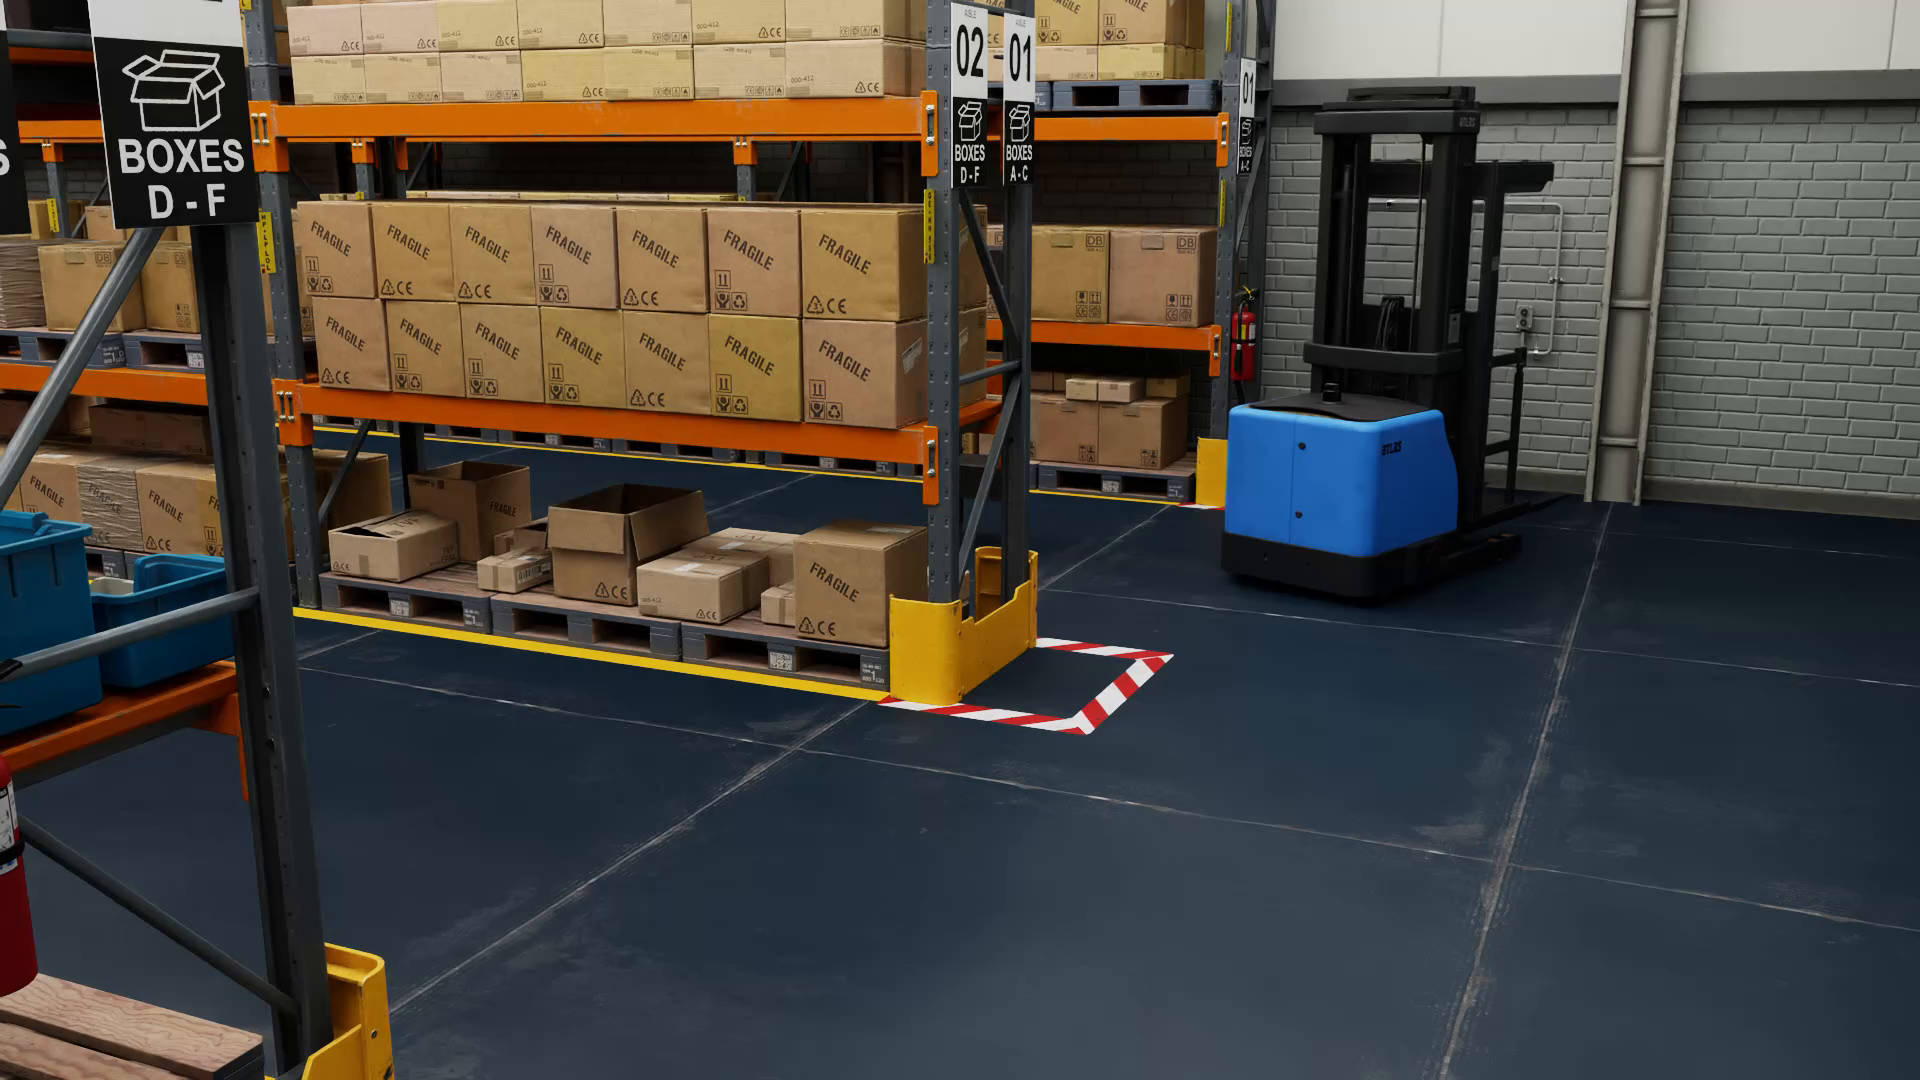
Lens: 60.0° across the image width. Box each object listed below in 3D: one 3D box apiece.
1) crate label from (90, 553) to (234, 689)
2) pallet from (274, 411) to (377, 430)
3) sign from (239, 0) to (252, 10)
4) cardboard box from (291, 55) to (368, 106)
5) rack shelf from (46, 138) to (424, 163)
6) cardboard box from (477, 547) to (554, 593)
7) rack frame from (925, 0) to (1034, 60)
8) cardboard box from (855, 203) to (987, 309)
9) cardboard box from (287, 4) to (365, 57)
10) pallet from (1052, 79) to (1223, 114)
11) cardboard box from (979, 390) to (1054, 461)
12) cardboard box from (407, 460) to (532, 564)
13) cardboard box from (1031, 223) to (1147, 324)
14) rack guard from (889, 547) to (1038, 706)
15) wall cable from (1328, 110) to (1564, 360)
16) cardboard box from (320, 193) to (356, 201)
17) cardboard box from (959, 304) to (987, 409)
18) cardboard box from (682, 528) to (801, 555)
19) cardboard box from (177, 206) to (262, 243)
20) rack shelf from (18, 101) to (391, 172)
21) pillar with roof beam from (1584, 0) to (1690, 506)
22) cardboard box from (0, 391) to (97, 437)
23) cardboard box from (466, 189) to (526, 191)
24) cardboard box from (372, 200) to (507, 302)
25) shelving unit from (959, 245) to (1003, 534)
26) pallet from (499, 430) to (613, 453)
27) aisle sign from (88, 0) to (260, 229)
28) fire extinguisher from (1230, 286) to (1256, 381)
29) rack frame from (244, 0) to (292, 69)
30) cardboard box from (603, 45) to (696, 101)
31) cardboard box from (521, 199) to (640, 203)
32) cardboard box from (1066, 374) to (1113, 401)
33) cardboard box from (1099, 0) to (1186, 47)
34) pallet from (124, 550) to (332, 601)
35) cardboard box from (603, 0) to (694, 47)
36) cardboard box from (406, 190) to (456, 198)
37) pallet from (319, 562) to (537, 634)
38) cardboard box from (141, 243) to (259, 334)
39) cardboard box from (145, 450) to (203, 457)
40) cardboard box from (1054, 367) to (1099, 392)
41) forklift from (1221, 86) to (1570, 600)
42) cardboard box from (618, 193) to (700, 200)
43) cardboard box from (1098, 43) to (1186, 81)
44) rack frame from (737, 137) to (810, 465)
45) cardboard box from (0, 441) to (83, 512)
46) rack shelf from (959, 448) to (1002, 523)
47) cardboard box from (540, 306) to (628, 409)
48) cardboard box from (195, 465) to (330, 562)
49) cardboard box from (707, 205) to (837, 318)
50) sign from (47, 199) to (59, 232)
[{"bbox_3d":[-1.996,0.197,4.084,0.303,0.233,0.416,6,14,23],"label":"crate label"},{"bbox_3d":[-5.919,-1.288,16.283,1.213,0.211,1.003,6,14,23],"label":"pallet"},{"bbox_3d":[-3.773,-2.956,8.724,0.005,0.325,0.100,6,14,23],"label":"sign"},{"bbox_3d":[-3.207,-2.459,8.929,0.500,0.250,0.500,6,14,23],"label":"cardboard box"},{"bbox_3d":[-7.034,-3.868,16.183,4.000,0.370,1.077,6,14,23],"label":"rack shelf"},{"bbox_3d":[-2.460,0.159,9.249,0.250,0.166,0.380,6,14,23],"label":"cardboard box"},{"bbox_3d":[0.106,-3.719,7.404,0.127,3.000,1.000,6,14,23],"label":"rack frame"},{"bbox_3d":[-0.193,-1.429,8.373,0.500,0.500,0.500,6,15,25],"label":"cardboard box"},{"bbox_3d":[-3.207,-2.702,8.871,0.500,0.250,0.500,6,14,23],"label":"cardboard box"},{"bbox_3d":[1.426,-3.317,12.451,1.213,0.211,1.003,6,14,23],"label":"pallet"},{"bbox_3d":[0.511,-0.957,13.319,0.500,0.500,0.700,5,14,21],"label":"cardboard box"},{"bbox_3d":[-2.915,-0.172,9.929,0.500,0.500,0.500,6,14,23],"label":"cardboard box"},{"bbox_3d":[0.969,-2.089,12.935,0.700,0.700,0.980,6,14,23],"label":"cardboard box"},{"bbox_3d":[0.036,0.412,8.405,0.348,0.500,1.175,6,14,23],"label":"rack guard"},{"bbox_3d":[3.663,-2.407,12.721,1.851,1.984,0.084,6,14,23],"label":"wall cable"},{"bbox_3d":[-5.833,-3.204,15.742,0.250,0.149,0.380,3,14,14],"label":"cardboard box"},{"bbox_3d":[-0.193,-0.943,8.487,0.500,0.500,0.500,6,15,24],"label":"cardboard box"},{"bbox_3d":[-1.191,0.124,9.214,0.500,0.250,0.500,6,14,23],"label":"cardboard box"},{"bbox_3d":[-7.288,-3.044,16.481,0.500,0.500,0.700,8,15,31],"label":"cardboard box"},{"bbox_3d":[-5.380,-2.463,10.195,4.000,0.370,1.077,6,14,23],"label":"rack shelf"},{"bbox_3d":[3.184,-3.785,7.688,0.400,9.000,9.100,6,14,23],"label":"pillar with roof beam"},{"bbox_3d":[-6.205,-0.859,11.215,0.500,0.250,0.500,6,15,25],"label":"cardboard box"},{"bbox_3d":[-4.214,-3.105,15.366,0.500,0.250,0.500,5,14,21],"label":"cardboard box"},{"bbox_3d":[-2.762,-1.553,8.901,0.500,0.500,0.500,5,14,21],"label":"cardboard box"},{"bbox_3d":[0.151,-1.007,10.950,0.503,2.100,0.431,6,14,23],"label":"shelving unit"},{"bbox_3d":[-3.404,-1.014,15.113,1.213,0.211,1.003,6,14,23],"label":"pallet"},{"bbox_3d":[-1.718,-1.085,3.620,0.004,0.787,0.394,6,14,23],"label":"aisle sign"},{"bbox_3d":[2.060,-1.503,12.081,0.183,0.674,0.296,6,14,23],"label":"fire extinguisher"},{"bbox_3d":[-3.551,-4.089,8.981,0.127,3.000,1.000,6,14,23],"label":"rack frame"},{"bbox_3d":[-1.386,-2.270,8.124,0.500,0.250,0.500,6,14,23],"label":"cardboard box"},{"bbox_3d":[-2.054,-1.617,9.173,0.500,0.500,0.500,6,14,24],"label":"cardboard box"},{"bbox_3d":[1.003,-1.177,12.839,0.250,0.149,0.380,6,15,25],"label":"cardboard box"},{"bbox_3d":[1.329,-3.849,12.075,0.500,0.500,0.500,6,14,23],"label":"cardboard box"},{"bbox_3d":[-4.310,0.122,10.272,1.213,0.211,1.003,6,14,23],"label":"pallet"},{"bbox_3d":[-1.380,-2.516,8.079,0.500,0.250,0.500,6,14,23],"label":"cardboard box"},{"bbox_3d":[-4.868,-3.043,15.101,0.500,0.250,0.500,6,15,25],"label":"cardboard box"},{"bbox_3d":[-2.924,0.253,9.713,1.213,0.211,1.003,6,14,23],"label":"pallet"},{"bbox_3d":[-4.548,-1.562,10.208,0.500,0.500,0.700,8,16,32],"label":"cardboard box"},{"bbox_3d":[-4.841,-0.356,10.713,0.500,0.500,0.500,6,14,24],"label":"cardboard box"},{"bbox_3d":[0.932,-1.280,13.277,0.250,0.149,0.380,6,14,24],"label":"cardboard box"},{"bbox_3d":[2.989,-1.346,10.575,1.130,2.935,3.031,13,18,43],"label":"forklift"},{"bbox_3d":[-2.542,-2.810,14.111,0.500,0.250,0.500,6,15,24],"label":"cardboard box"},{"bbox_3d":[1.332,-3.486,12.167,0.500,0.250,0.500,6,15,25],"label":"cardboard box"},{"bbox_3d":[-1.548,-2.203,14.077,0.127,3.000,1.000,6,14,23],"label":"rack frame"},{"bbox_3d":[-5.971,-0.339,10.641,0.500,0.500,0.500,6,14,22],"label":"cardboard box"},{"bbox_3d":[0.151,-0.312,11.113,0.480,0.518,0.431,6,14,23],"label":"rack shelf"},{"bbox_3d":[-1.804,-0.972,8.614,0.500,0.500,0.500,6,14,22],"label":"cardboard box"},{"bbox_3d":[-4.118,-0.151,9.841,0.500,0.500,0.500,6,14,23],"label":"cardboard box"},{"bbox_3d":[-0.875,-1.364,8.093,0.500,0.500,0.500,6,15,25],"label":"cardboard box"},{"bbox_3d":[-9.075,-3.251,16.647,0.005,0.325,0.100,6,14,23],"label":"sign"}]
